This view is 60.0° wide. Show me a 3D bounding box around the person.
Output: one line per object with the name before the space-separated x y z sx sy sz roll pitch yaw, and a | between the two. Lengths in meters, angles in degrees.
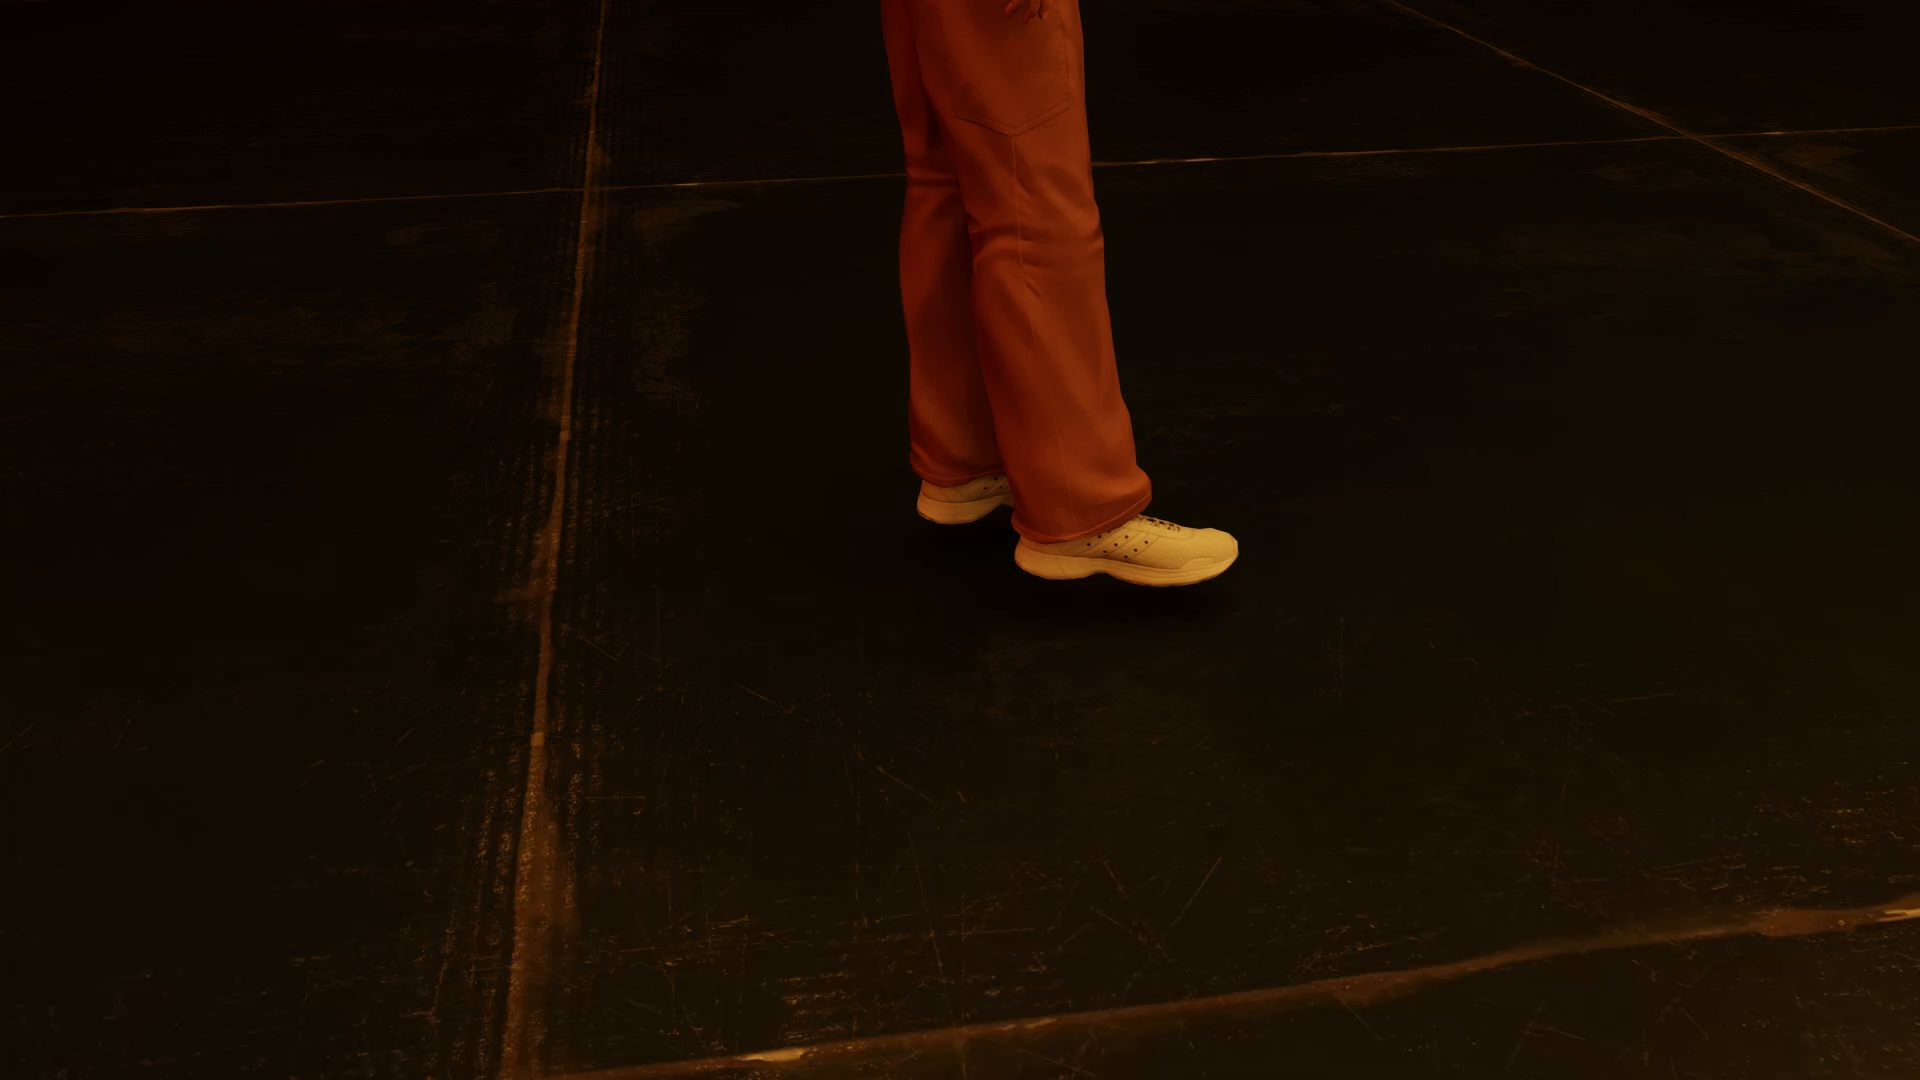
person | 0.075 -0.783 2.086 0.547 1.673 0.553 -5 28 -9
